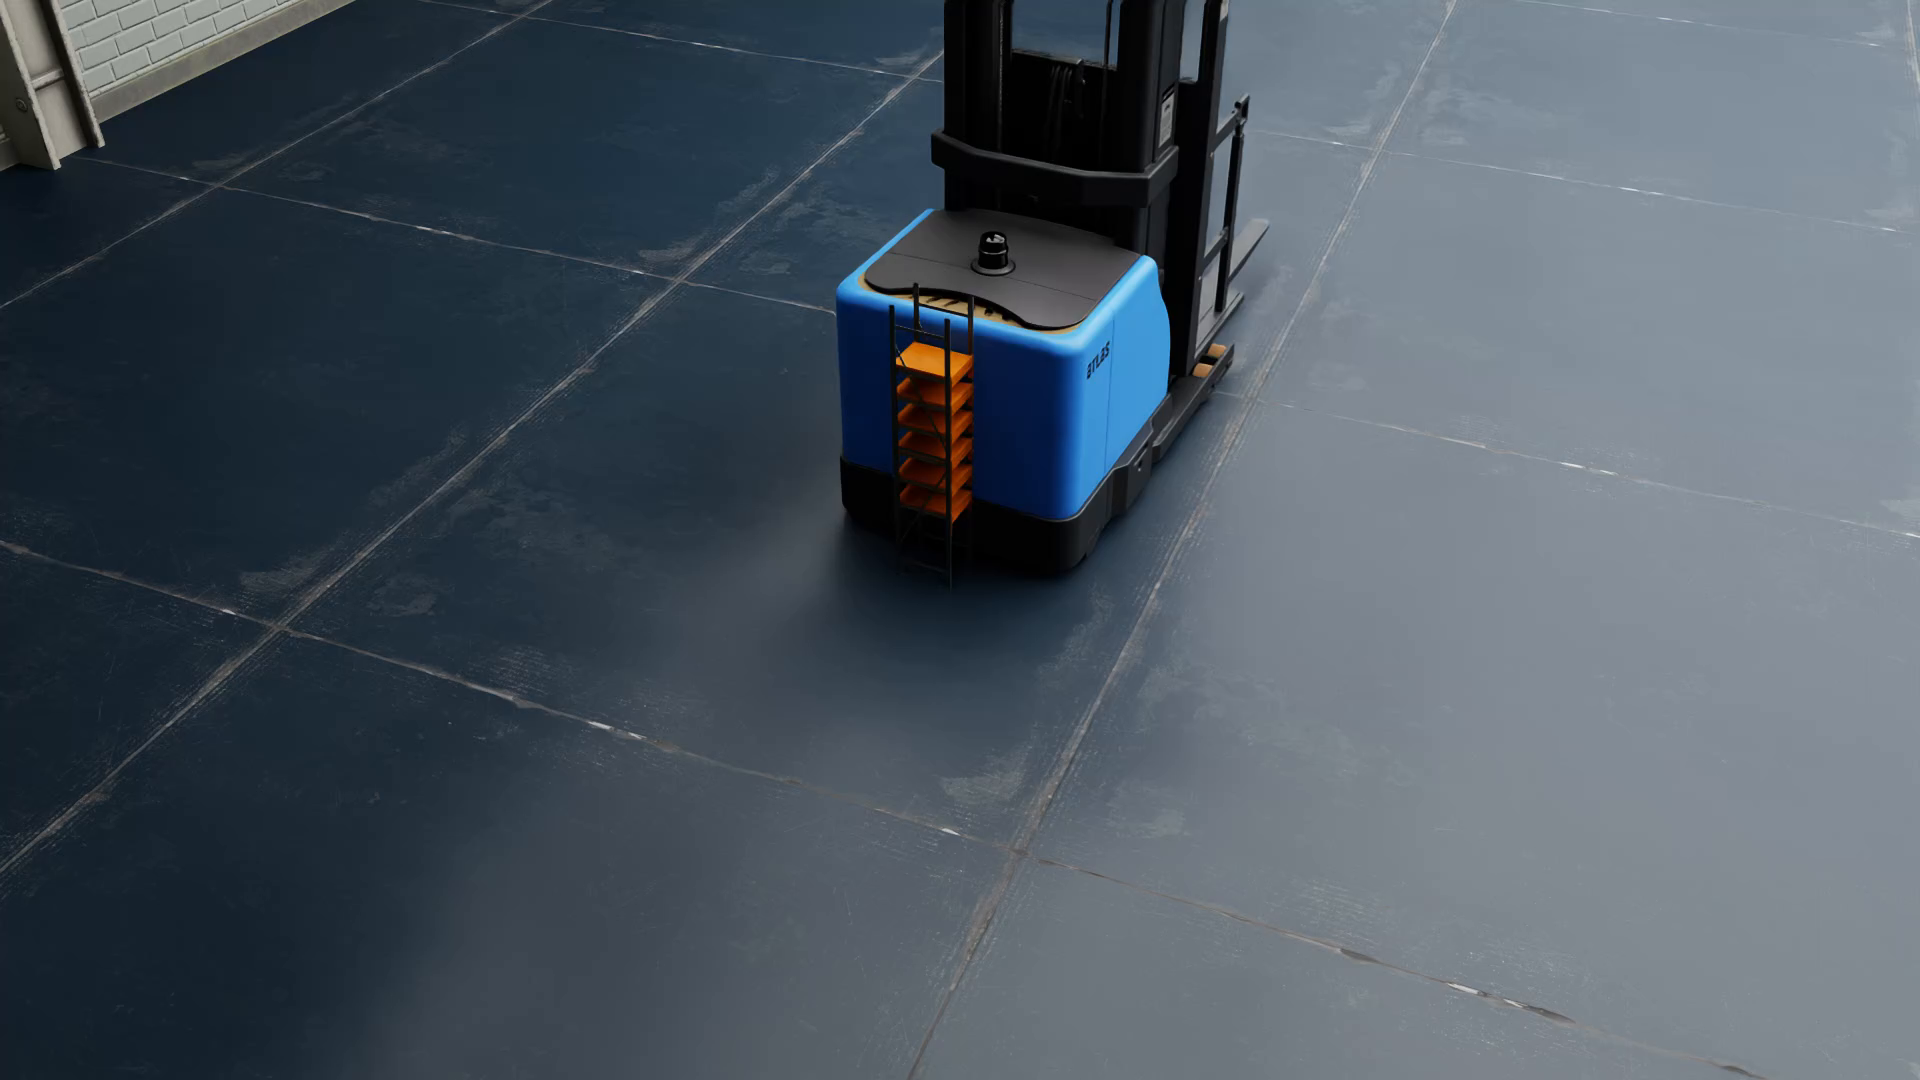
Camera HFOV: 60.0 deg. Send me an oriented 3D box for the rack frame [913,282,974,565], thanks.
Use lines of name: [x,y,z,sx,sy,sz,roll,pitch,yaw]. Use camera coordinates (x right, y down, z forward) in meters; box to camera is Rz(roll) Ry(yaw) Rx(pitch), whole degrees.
rack frame: [-0.060,-0.414,6.302,0.240,1.200,0.006,17,40,21]

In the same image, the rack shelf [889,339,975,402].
rack shelf: [-0.101,-0.618,6.047,0.258,0.103,0.180,17,40,21]

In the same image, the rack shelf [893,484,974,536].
rack shelf: [-0.101,-0.137,6.407,0.258,0.103,0.180,17,40,21]

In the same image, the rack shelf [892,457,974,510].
rack shelf: [-0.101,-0.234,6.335,0.258,0.103,0.180,17,40,21]

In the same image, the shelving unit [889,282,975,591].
shelving unit: [-0.101,-0.365,6.236,0.258,1.200,0.189,17,40,21]

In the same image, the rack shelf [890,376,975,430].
rack shelf: [-0.101,-0.522,6.119,0.258,0.103,0.180,17,40,21]

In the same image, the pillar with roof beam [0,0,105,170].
pillar with roof beam: [-1.322,-4.906,5.798,9.100,9.000,0.400,14,39,18]

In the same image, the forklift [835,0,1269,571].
forklift: [0.622,-1.923,6.875,1.130,2.935,3.031,17,40,21]

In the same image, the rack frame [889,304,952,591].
rack frame: [-0.142,-0.316,6.171,0.240,1.200,0.006,17,40,21]

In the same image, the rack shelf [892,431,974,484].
rack shelf: [-0.101,-0.330,6.263,0.258,0.103,0.180,17,40,21]

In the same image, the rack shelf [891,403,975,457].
rack shelf: [-0.101,-0.426,6.191,0.258,0.103,0.180,17,40,21]
